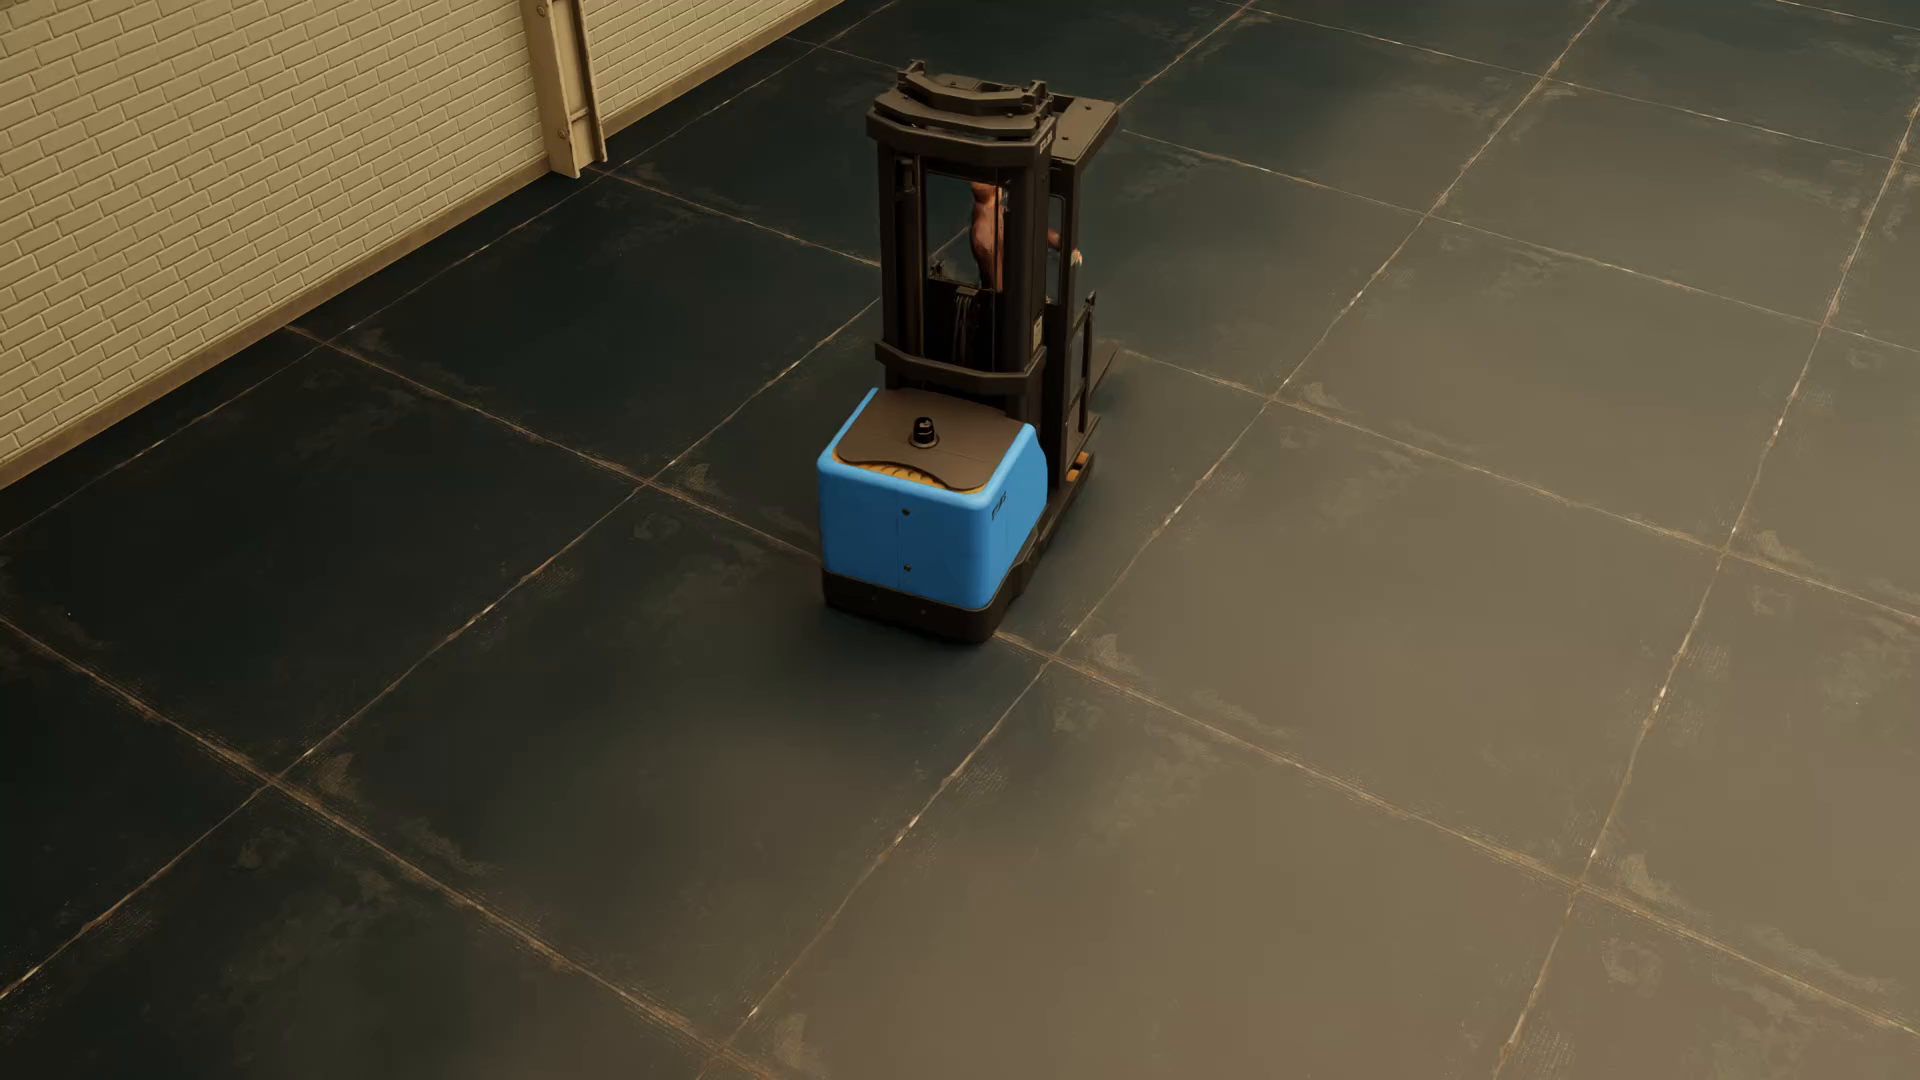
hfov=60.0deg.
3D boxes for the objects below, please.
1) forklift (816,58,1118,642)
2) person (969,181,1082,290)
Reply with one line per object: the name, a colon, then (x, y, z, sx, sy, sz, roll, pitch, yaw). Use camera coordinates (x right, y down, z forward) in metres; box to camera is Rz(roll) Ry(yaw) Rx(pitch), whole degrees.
forklift: (0.216, -1.497, 9.734, 1.130, 2.935, 3.031, 15, 42, 17)
person: (0.329, -1.579, 10.813, 0.927, 1.646, 0.798, -6, 41, -7)
